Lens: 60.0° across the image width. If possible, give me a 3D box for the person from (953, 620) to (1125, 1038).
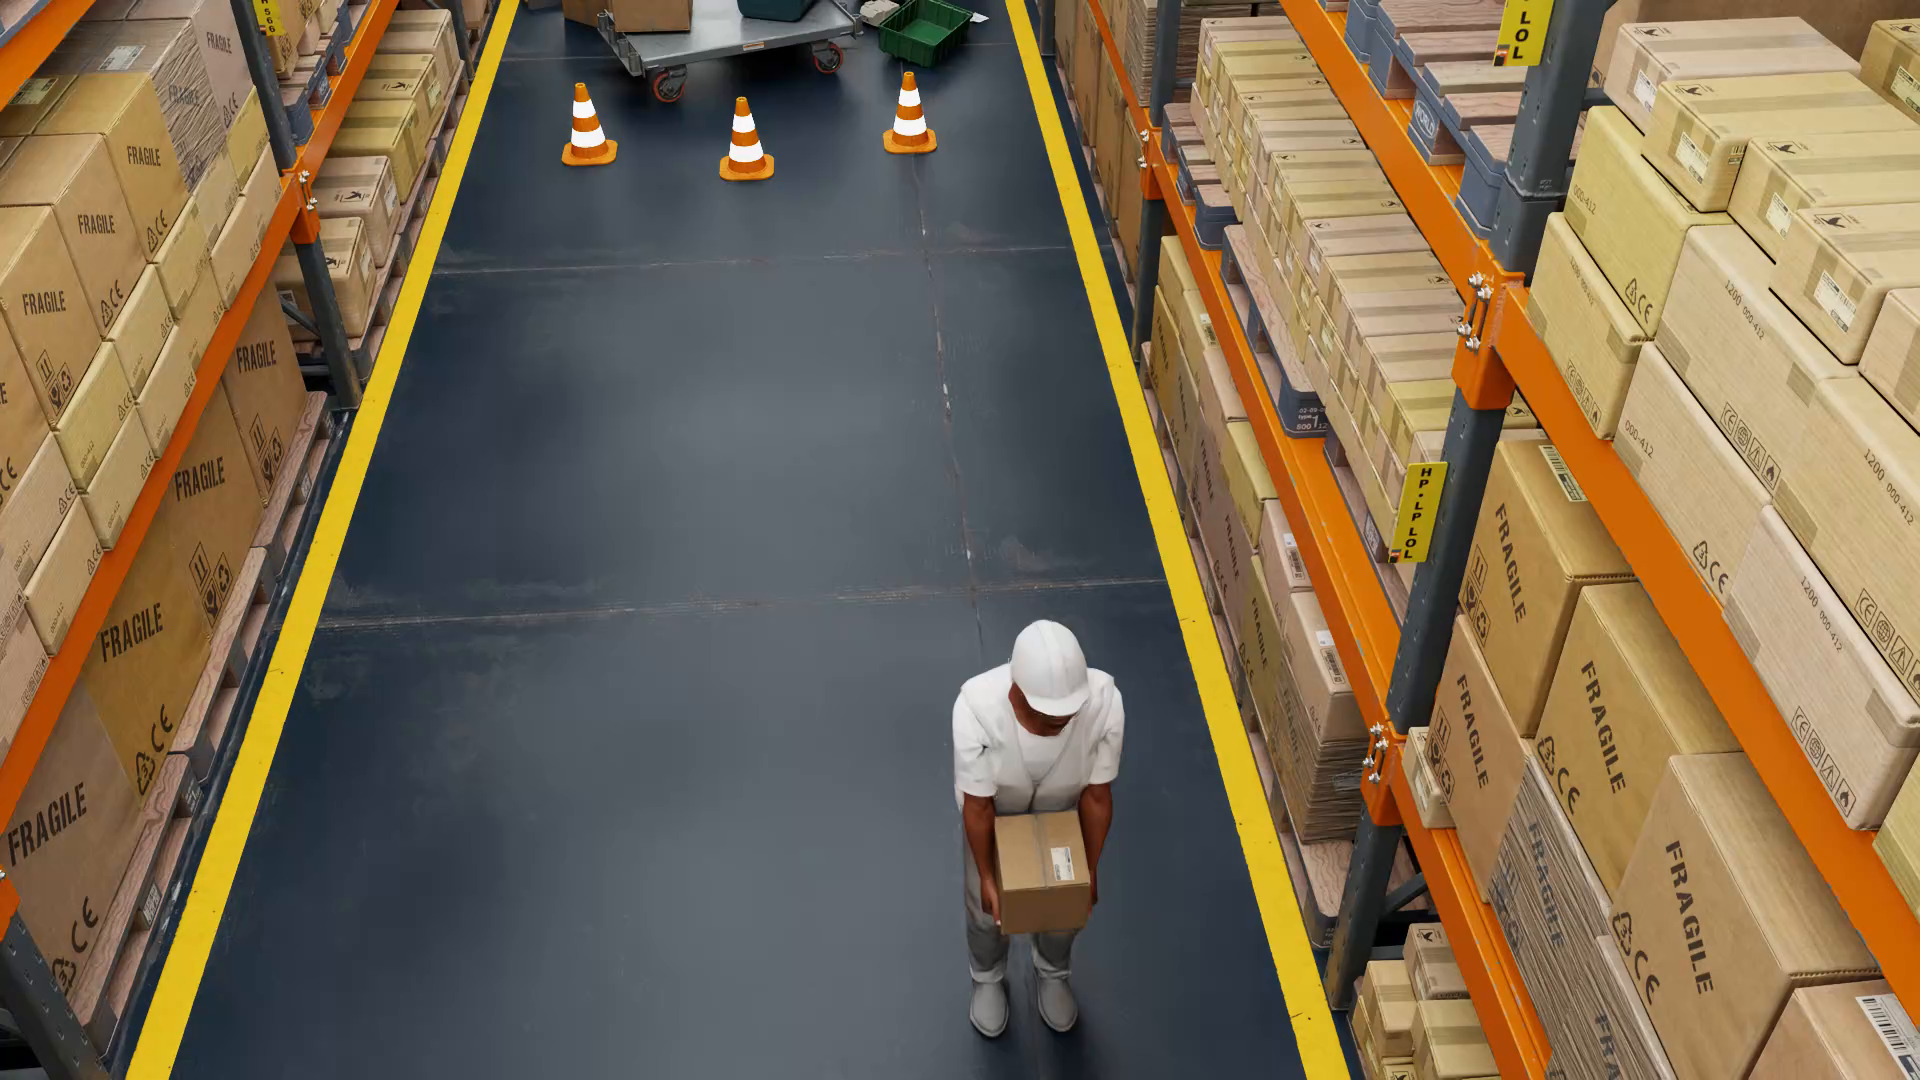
[{"bbox_3d":[0.230,0.887,5.060,0.501,1.734,0.594,-4,39,-5],"label":"person"}]
